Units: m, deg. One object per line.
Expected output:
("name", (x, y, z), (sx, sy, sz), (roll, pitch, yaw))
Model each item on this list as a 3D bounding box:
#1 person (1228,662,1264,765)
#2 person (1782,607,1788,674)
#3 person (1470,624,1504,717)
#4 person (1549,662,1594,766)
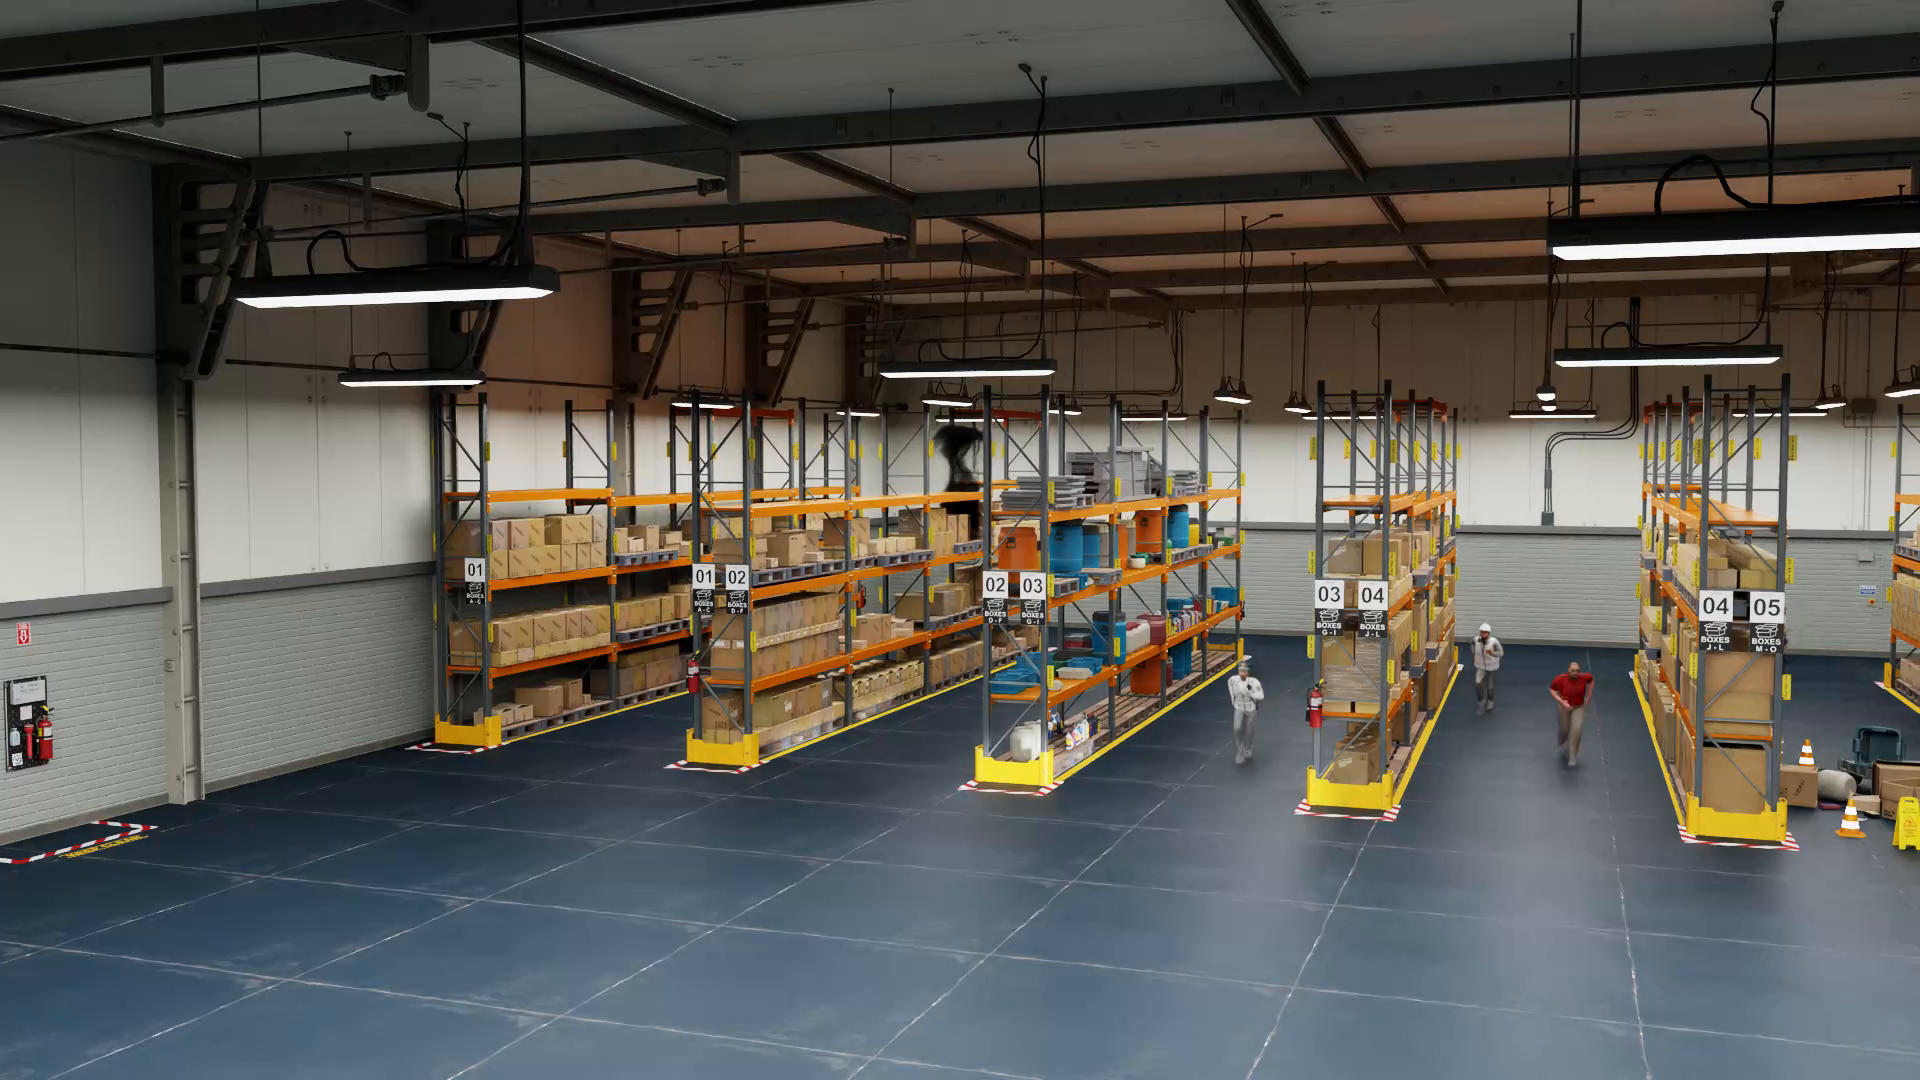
("person", (4.585, 2.753, 26.697), (0.602, 1.650, 0.885), (1, 3, 16))
("person", (18.149, 2.233, 36.972), (0.544, 1.597, 0.602), (1, 3, 13))
("person", (10.022, 2.454, 31.639), (0.649, 1.767, 0.941), (1, 3, 25))
("person", (9.862, 2.774, 26.886), (0.703, 1.694, 0.974), (0, 3, 8))
